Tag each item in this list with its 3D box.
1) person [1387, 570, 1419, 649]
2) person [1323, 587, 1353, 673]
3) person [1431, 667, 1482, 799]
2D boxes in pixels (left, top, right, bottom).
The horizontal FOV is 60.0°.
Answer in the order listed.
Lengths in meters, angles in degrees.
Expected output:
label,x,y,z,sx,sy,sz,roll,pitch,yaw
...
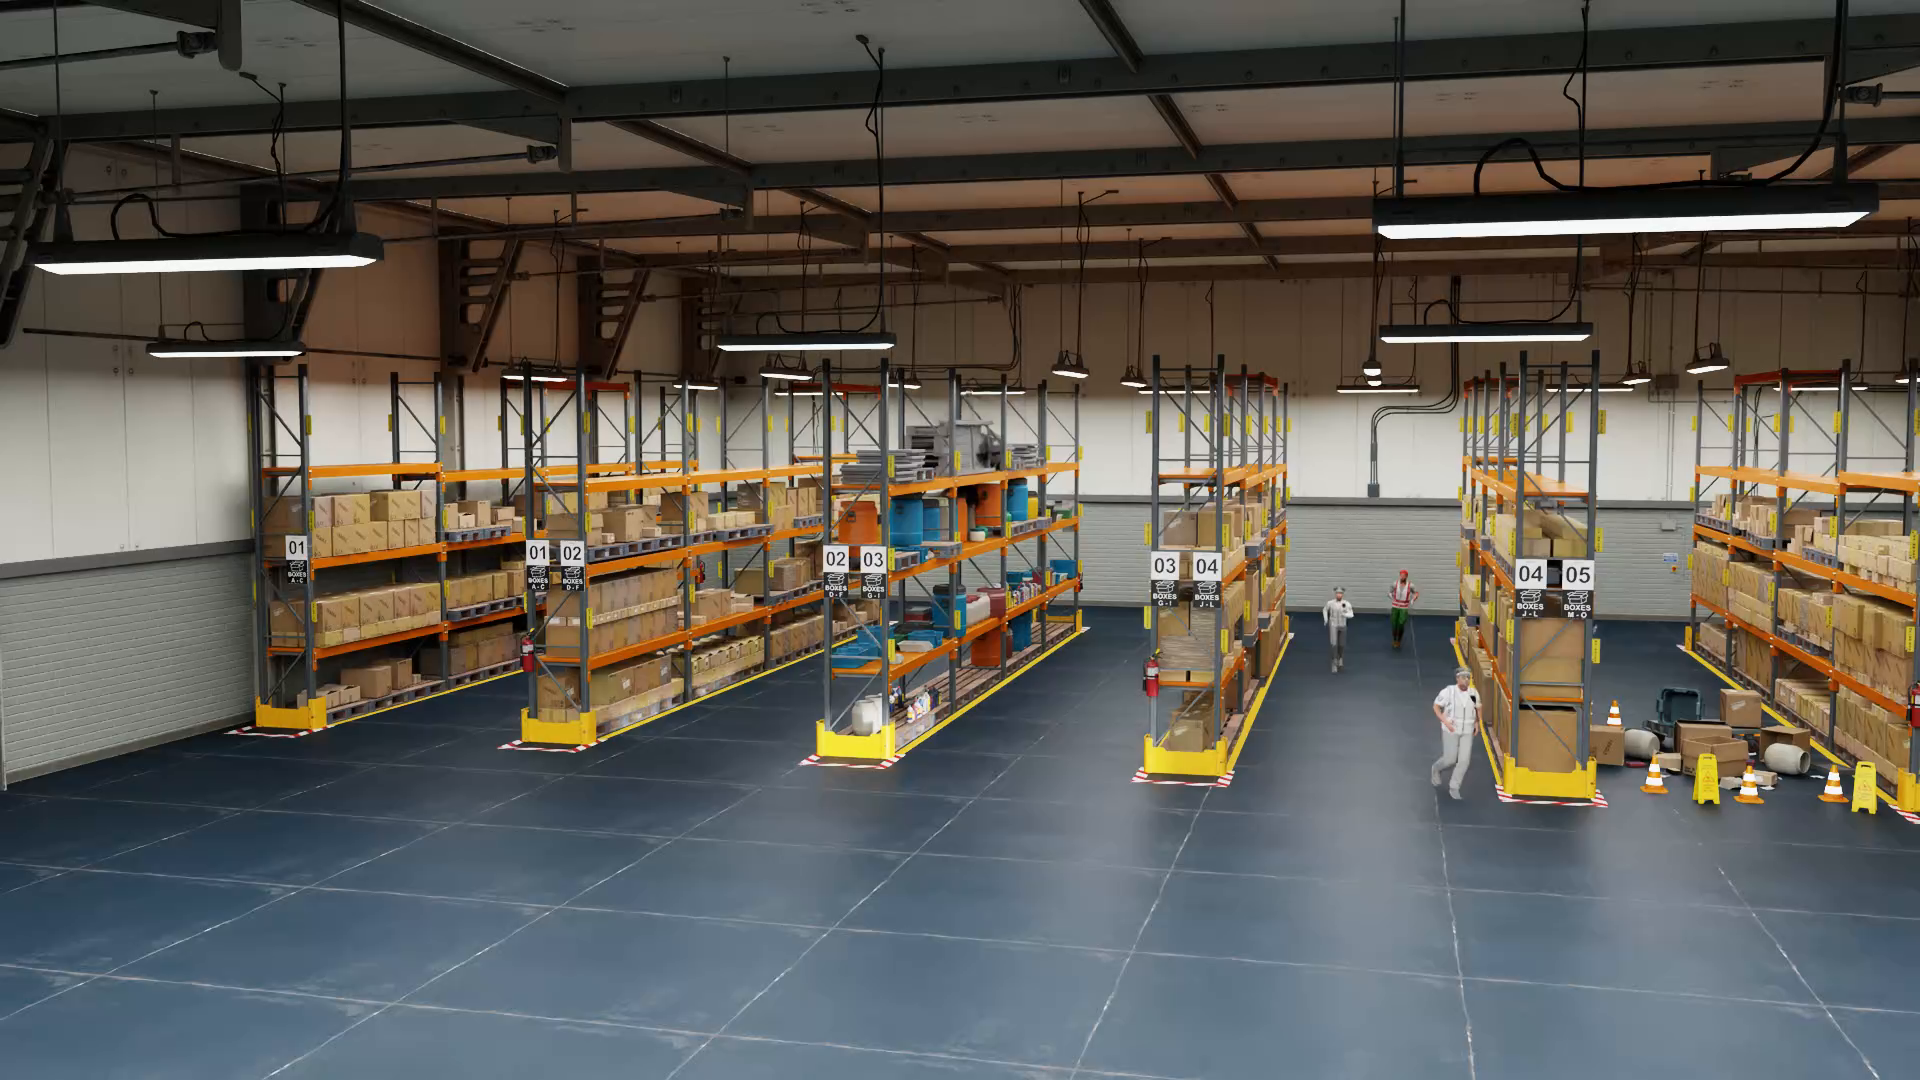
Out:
label,x,y,z,sx,sy,sz,roll,pitch,yaw
person,9.900,1.556,37.299,0.657,1.795,0.695,2,4,29
person,7.718,1.805,33.941,0.591,1.733,0.838,1,4,9
person,6.775,2.593,22.589,0.679,1.780,0.680,0,4,-4
